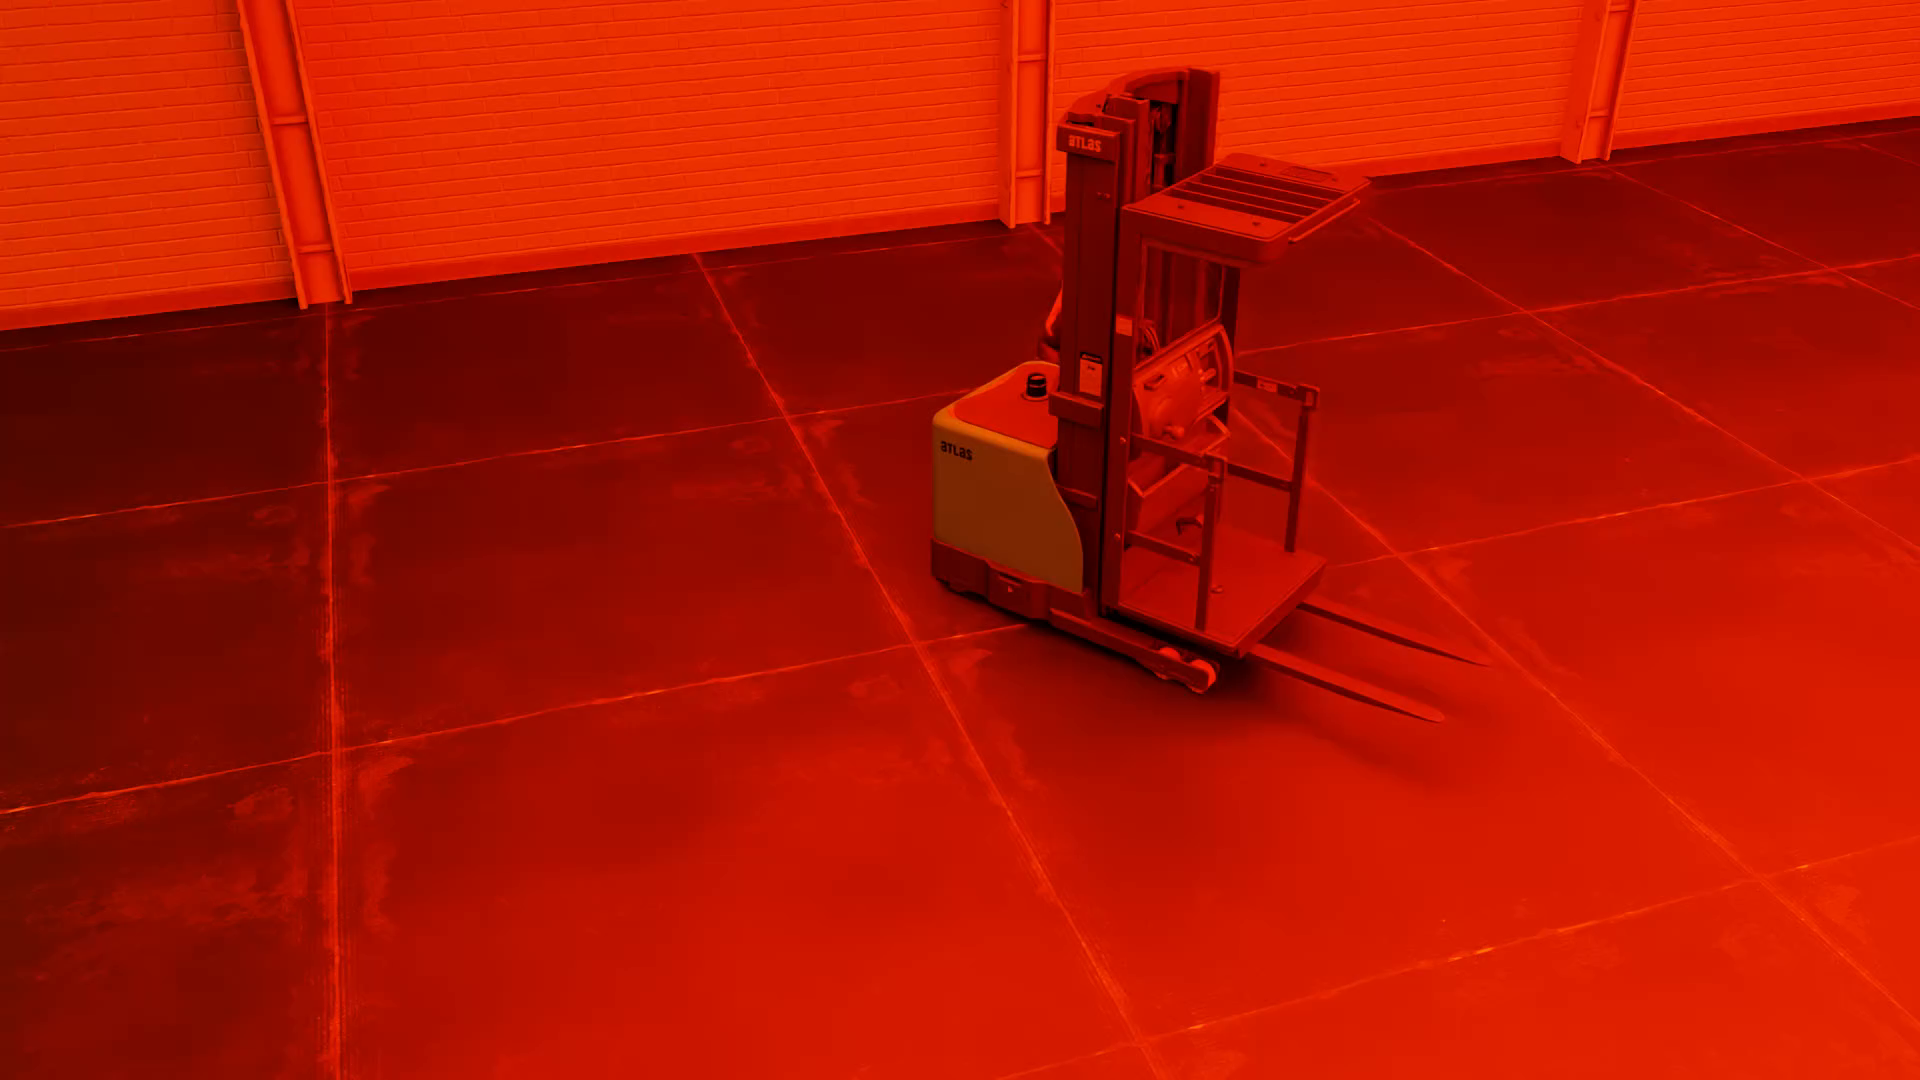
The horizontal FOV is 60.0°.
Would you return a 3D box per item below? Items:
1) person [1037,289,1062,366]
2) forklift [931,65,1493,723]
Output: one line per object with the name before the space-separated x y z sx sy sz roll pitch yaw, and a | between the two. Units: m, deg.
person | 0.871 -1.526 11.173 0.807 1.549 0.522 -12 32 -19
forklift | 1.317 -0.779 8.441 3.031 2.935 1.130 20 36 31
